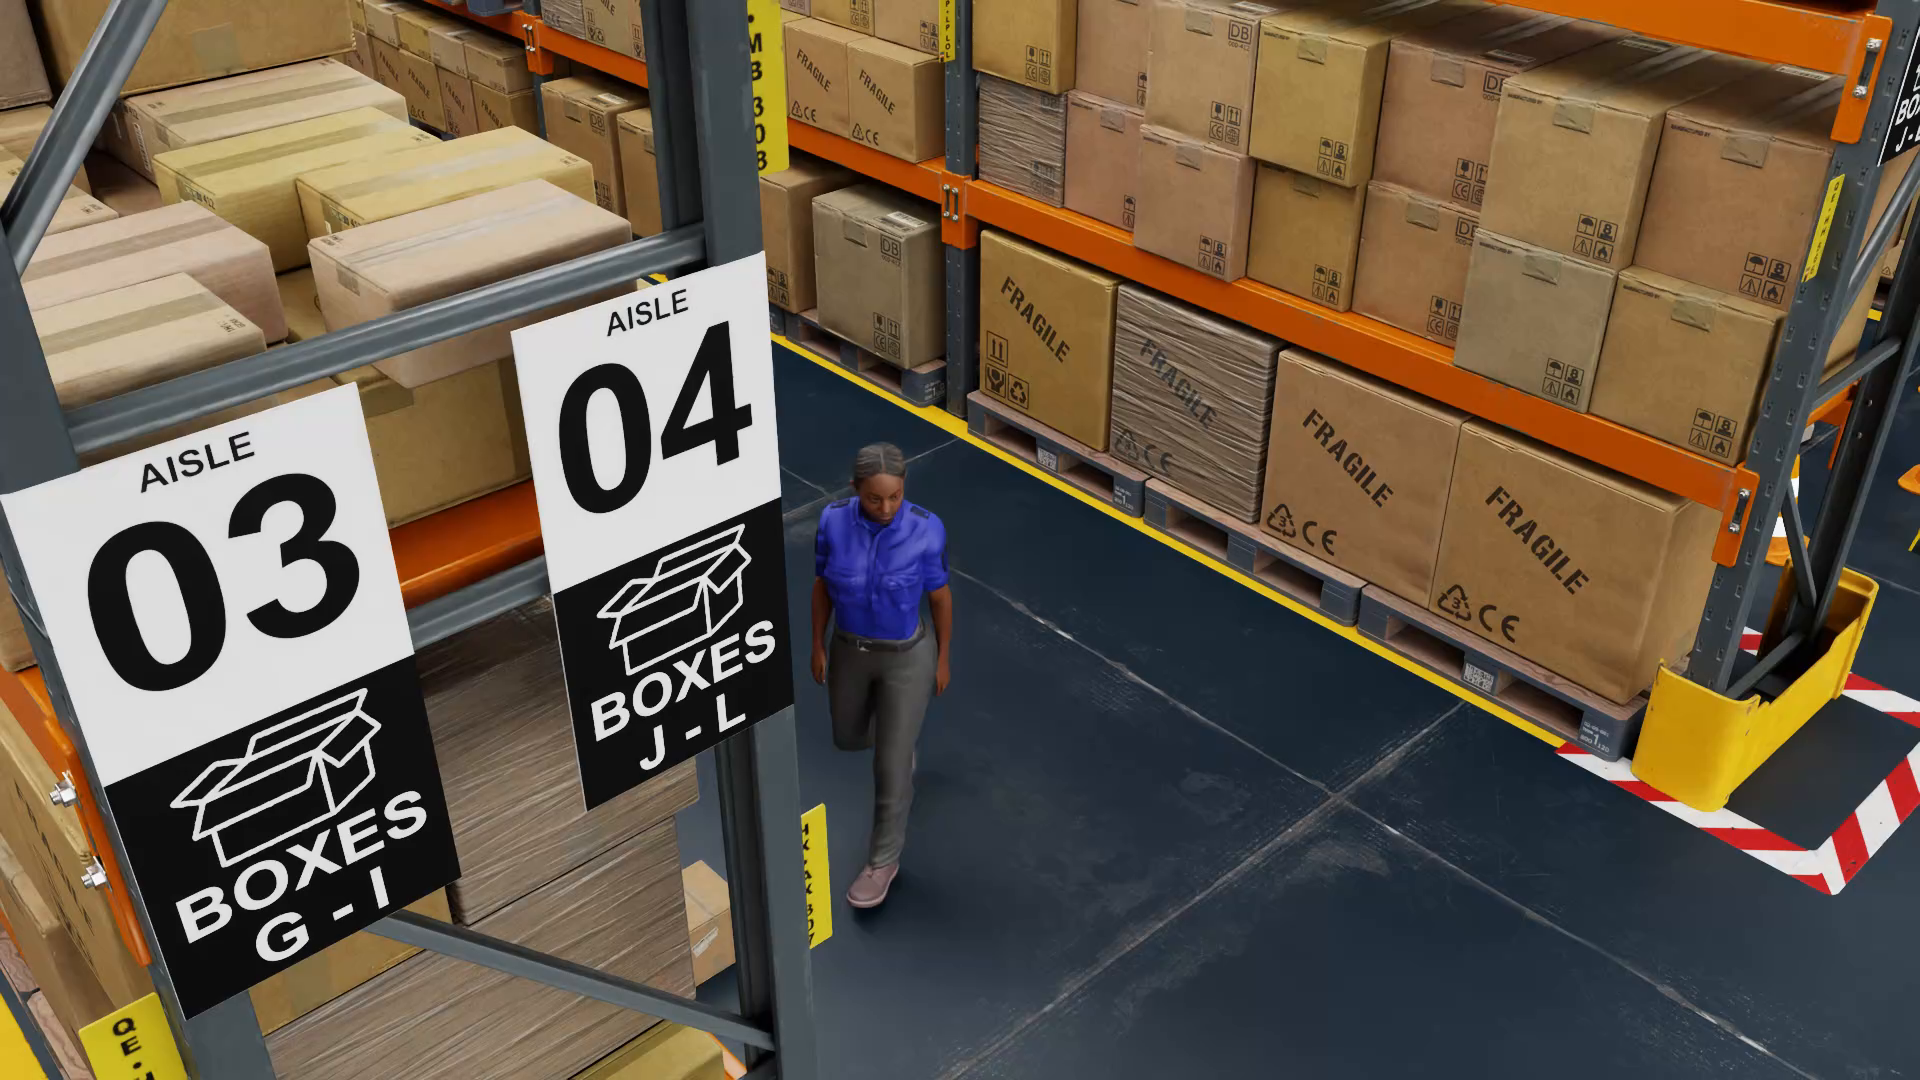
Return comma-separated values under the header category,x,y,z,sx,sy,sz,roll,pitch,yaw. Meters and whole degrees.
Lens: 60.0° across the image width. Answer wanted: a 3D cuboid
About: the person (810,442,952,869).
category,x,y,z,sx,sy,sz,roll,pitch,yaw
person,-0.252,0.315,5.574,0.482,1.575,0.652,10,33,16
